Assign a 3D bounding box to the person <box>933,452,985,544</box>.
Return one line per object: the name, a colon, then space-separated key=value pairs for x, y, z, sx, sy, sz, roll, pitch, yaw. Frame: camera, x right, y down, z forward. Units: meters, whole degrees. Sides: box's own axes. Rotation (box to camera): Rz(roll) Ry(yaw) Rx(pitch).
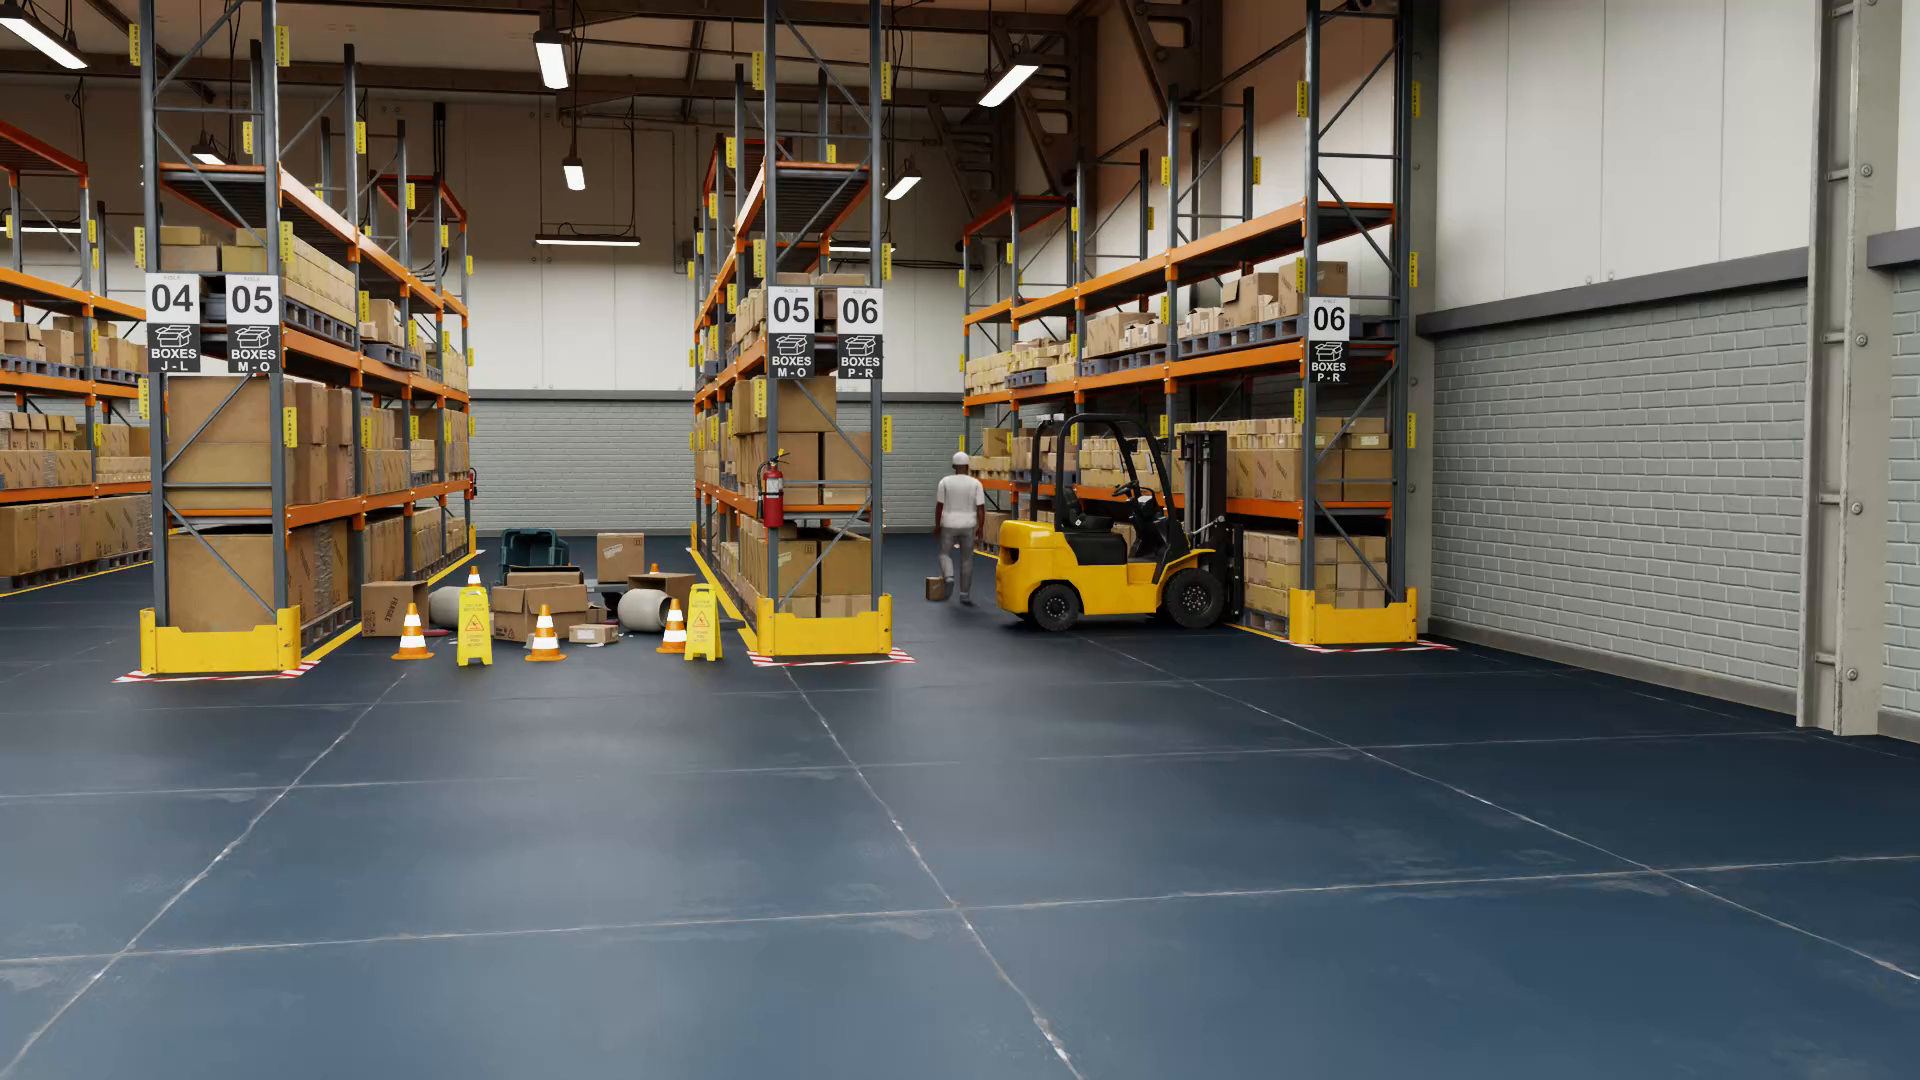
person: x=-0.013 y=-0.486 z=19.341 sx=0.600 sy=1.082 sz=0.355 roll=0 pitch=3 yaw=-5
